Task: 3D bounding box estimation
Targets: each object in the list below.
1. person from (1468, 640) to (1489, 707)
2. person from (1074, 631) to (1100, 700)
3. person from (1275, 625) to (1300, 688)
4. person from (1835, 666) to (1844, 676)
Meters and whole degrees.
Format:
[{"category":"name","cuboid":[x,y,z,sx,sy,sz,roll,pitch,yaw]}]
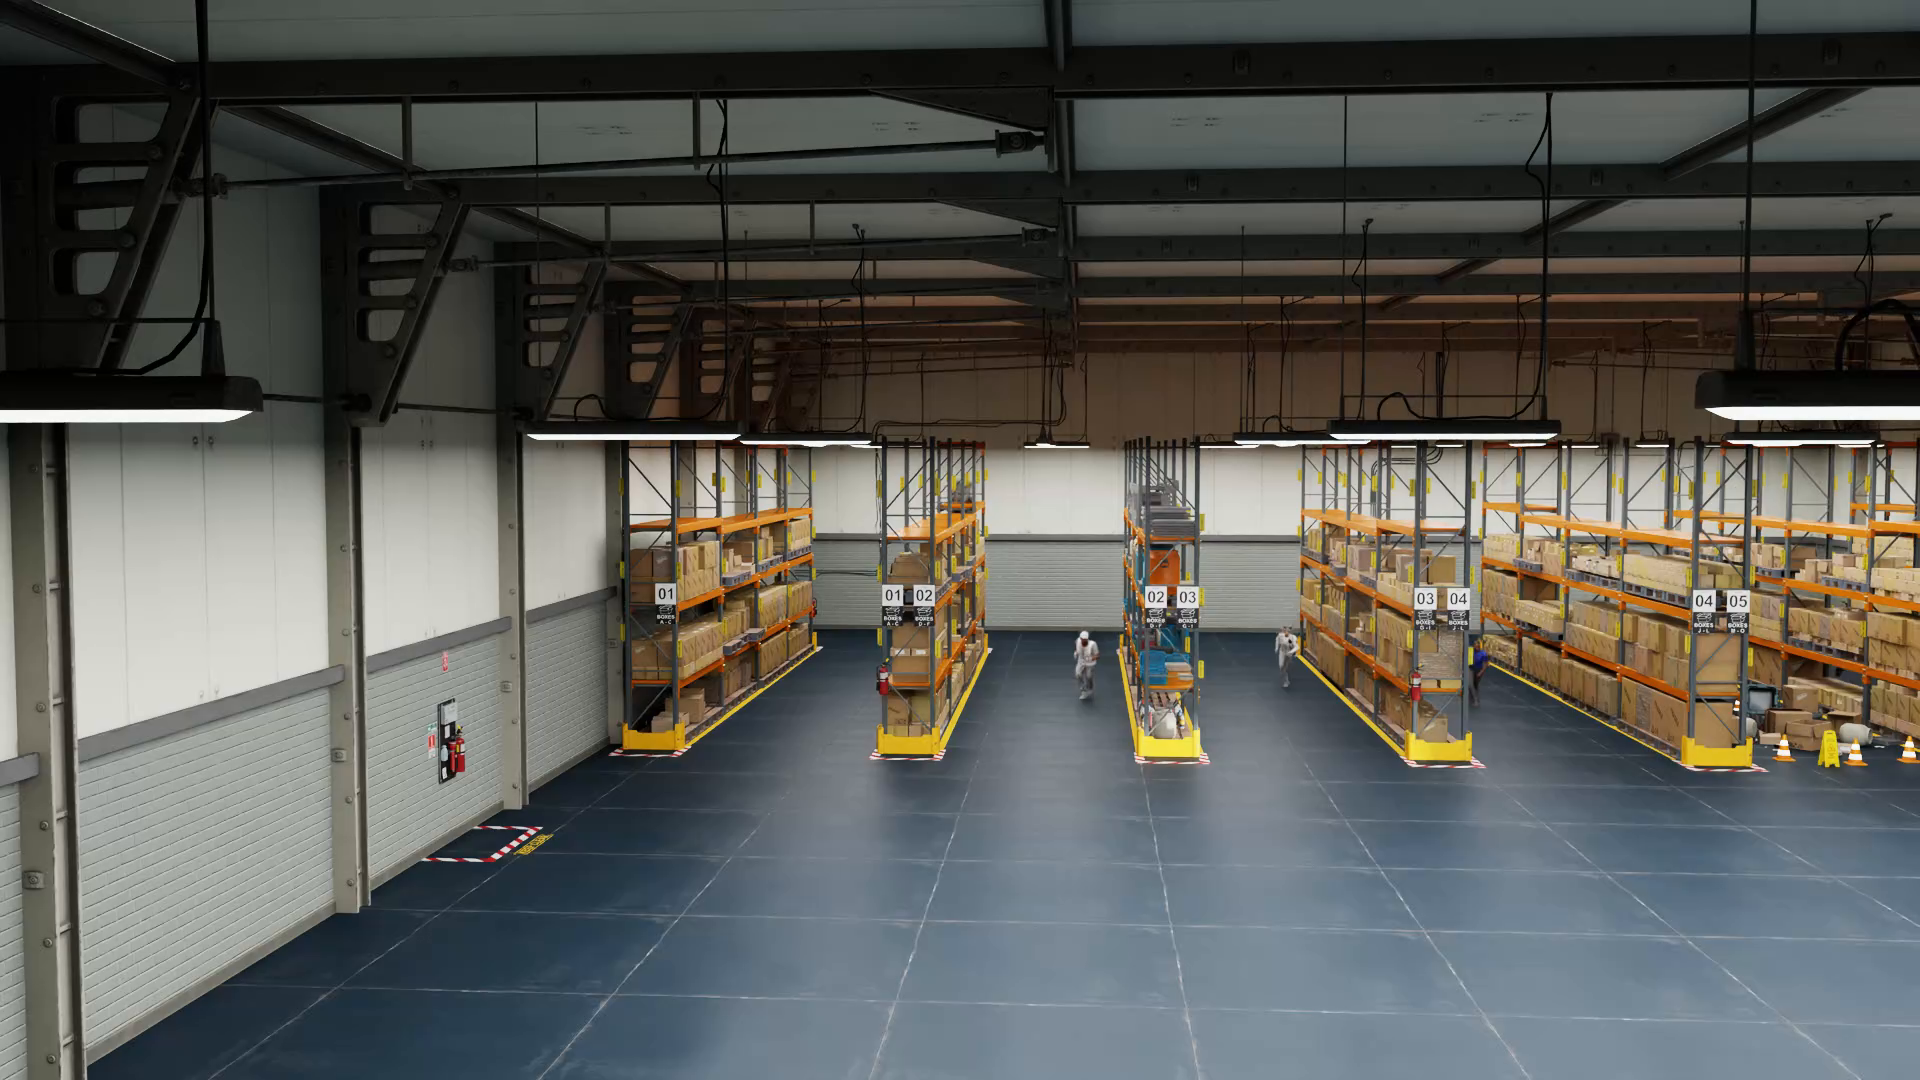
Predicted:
[{"category":"person","cuboid":[11.590,2.960,37.429,0.585,1.500,1.029,1,3,16]},{"category":"person","cuboid":[2.919,2.852,38.302,0.713,1.588,1.121,1,3,19]},{"category":"person","cuboid":[7.973,2.791,40.479,0.610,1.507,1.016,1,3,16]},{"category":"person","cuboid":[21.878,2.570,41.932,0.691,1.752,1.063,0,3,-6]}]
